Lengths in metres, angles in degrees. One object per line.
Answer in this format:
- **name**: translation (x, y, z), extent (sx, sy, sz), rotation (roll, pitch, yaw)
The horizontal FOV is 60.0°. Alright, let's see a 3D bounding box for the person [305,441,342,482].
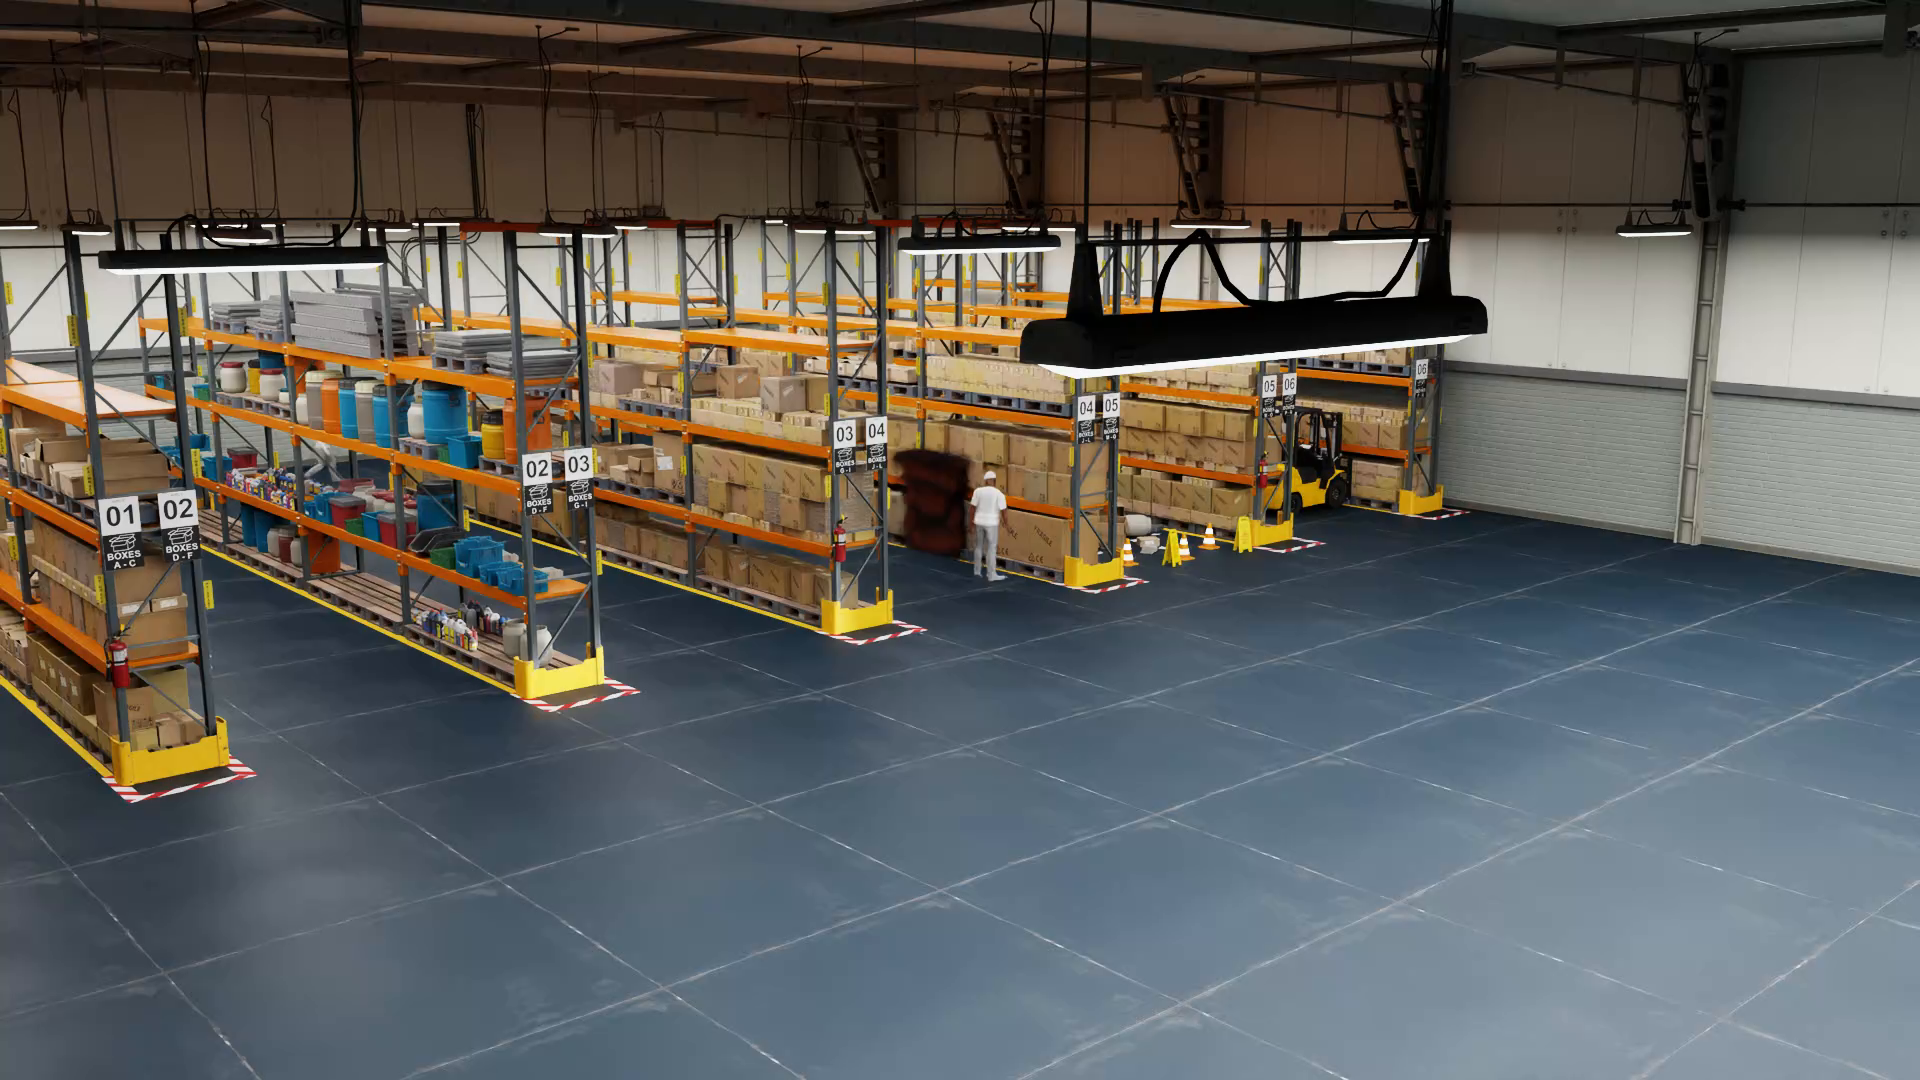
- **person**: translation (-14.660, -2.112, 38.172), extent (0.916, 1.615, 0.543), rotation (-6, 13, -27)

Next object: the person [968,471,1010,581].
- **person**: translation (0.456, -0.215, 27.081), extent (0.706, 1.815, 0.485), rotation (8, 14, 33)

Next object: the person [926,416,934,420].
- **person**: translation (-0.623, -1.777, 34.996), extent (0.321, 1.674, 0.550), rotation (-5, 12, -24)
